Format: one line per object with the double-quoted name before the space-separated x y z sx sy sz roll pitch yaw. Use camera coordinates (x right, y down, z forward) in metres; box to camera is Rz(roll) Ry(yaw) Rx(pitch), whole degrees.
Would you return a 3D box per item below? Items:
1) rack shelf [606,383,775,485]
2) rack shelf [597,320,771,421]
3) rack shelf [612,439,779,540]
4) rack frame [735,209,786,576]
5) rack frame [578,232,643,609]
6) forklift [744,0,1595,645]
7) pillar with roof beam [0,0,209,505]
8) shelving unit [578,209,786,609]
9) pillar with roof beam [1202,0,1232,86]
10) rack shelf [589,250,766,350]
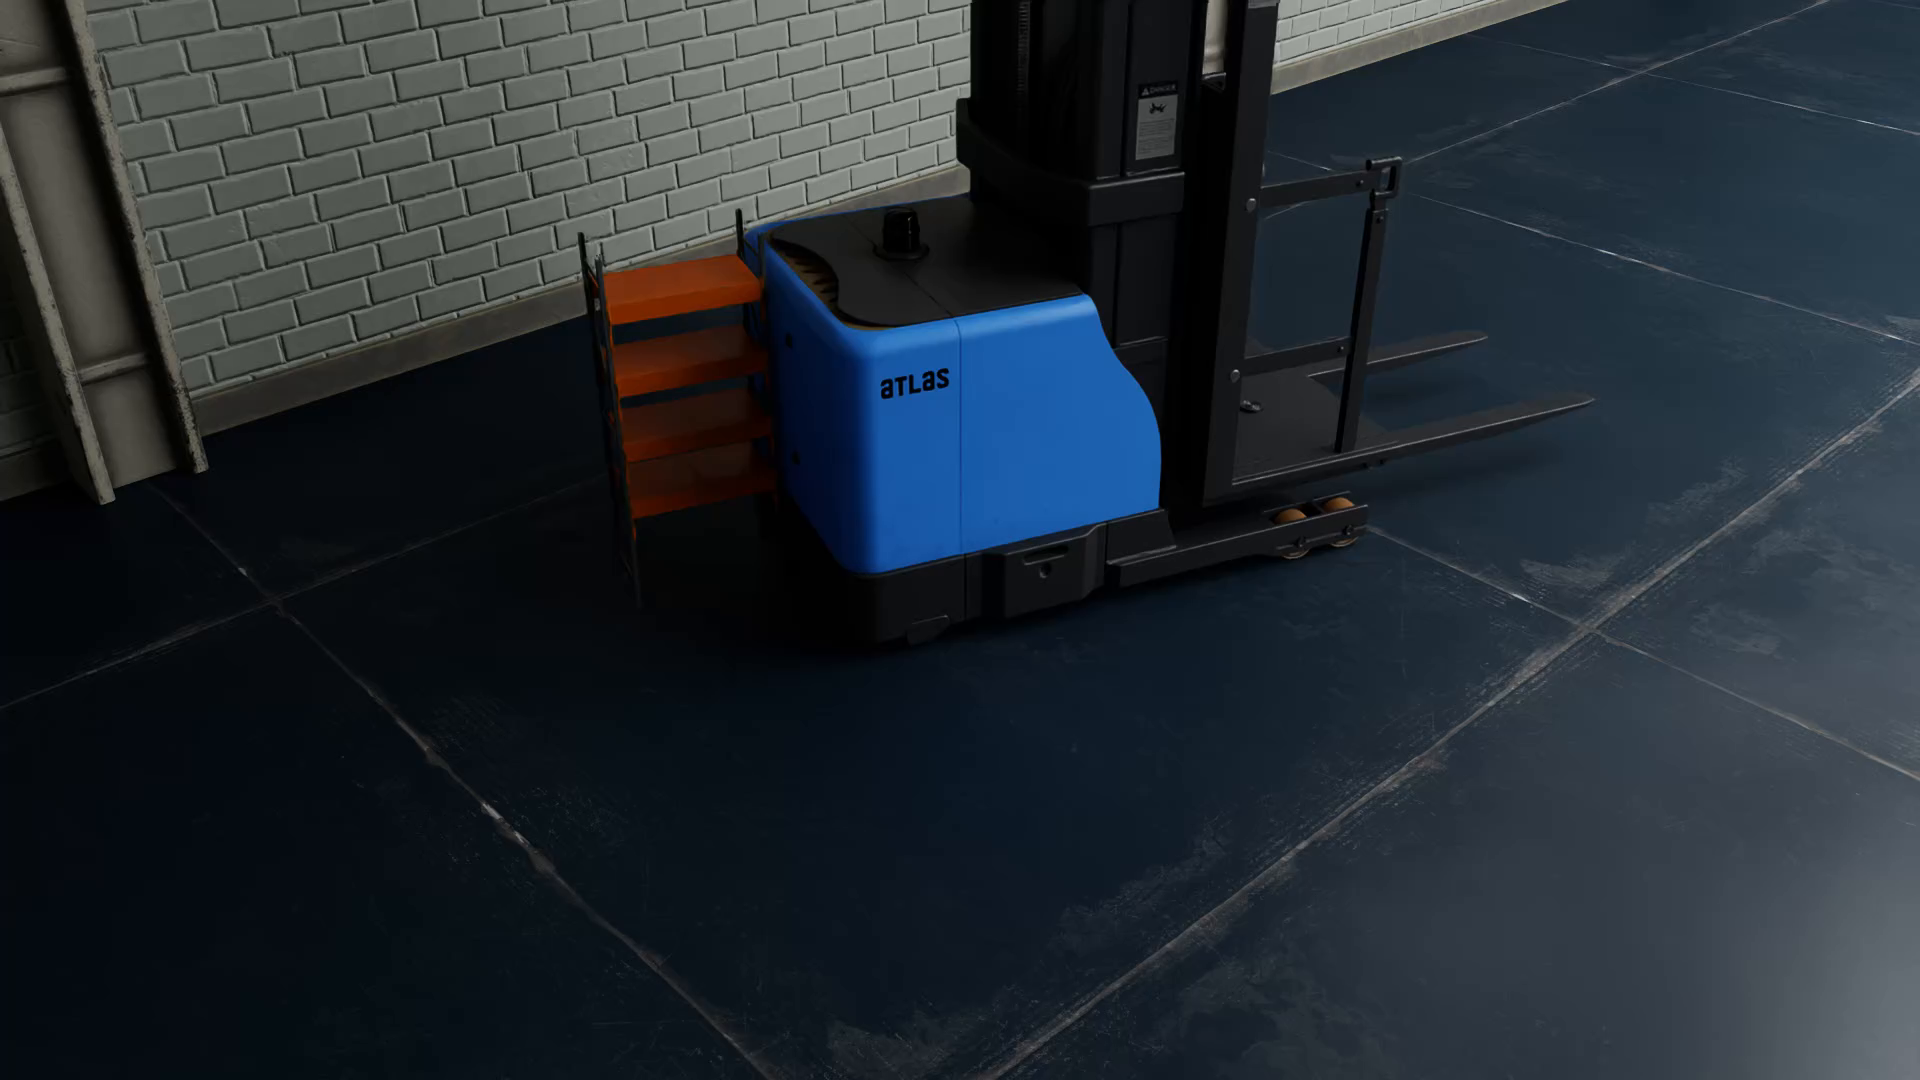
"rack shelf" -0.860 -0.341 5.286 0.480 0.148 0.258 -13 34 -20
"rack shelf" -0.860 -0.531 5.169 0.480 0.148 0.258 -13 34 -20
"rack shelf" -0.860 -0.171 5.389 0.480 0.148 0.258 -13 34 -20
"rack frame" -0.636 -0.449 5.335 0.015 1.200 0.240 -13 34 -20
"rack frame" -1.083 -0.347 5.167 0.015 1.200 0.240 -13 34 -20
"forklift" 0.843 -1.424 5.269 3.031 2.935 1.130 -13 34 -20
"pillar with roof beam" -0.113 -2.445 1.123 0.400 9.000 9.100 -26 40 -35
"shelving unit" -0.860 -0.398 5.251 0.503 1.200 0.258 -13 34 -20
"pillar with roof beam" 4.287 -4.573 4.603 0.400 9.000 9.100 -26 40 -35
"rack shelf" -0.860 -0.733 5.046 0.480 0.148 0.258 -13 34 -20
